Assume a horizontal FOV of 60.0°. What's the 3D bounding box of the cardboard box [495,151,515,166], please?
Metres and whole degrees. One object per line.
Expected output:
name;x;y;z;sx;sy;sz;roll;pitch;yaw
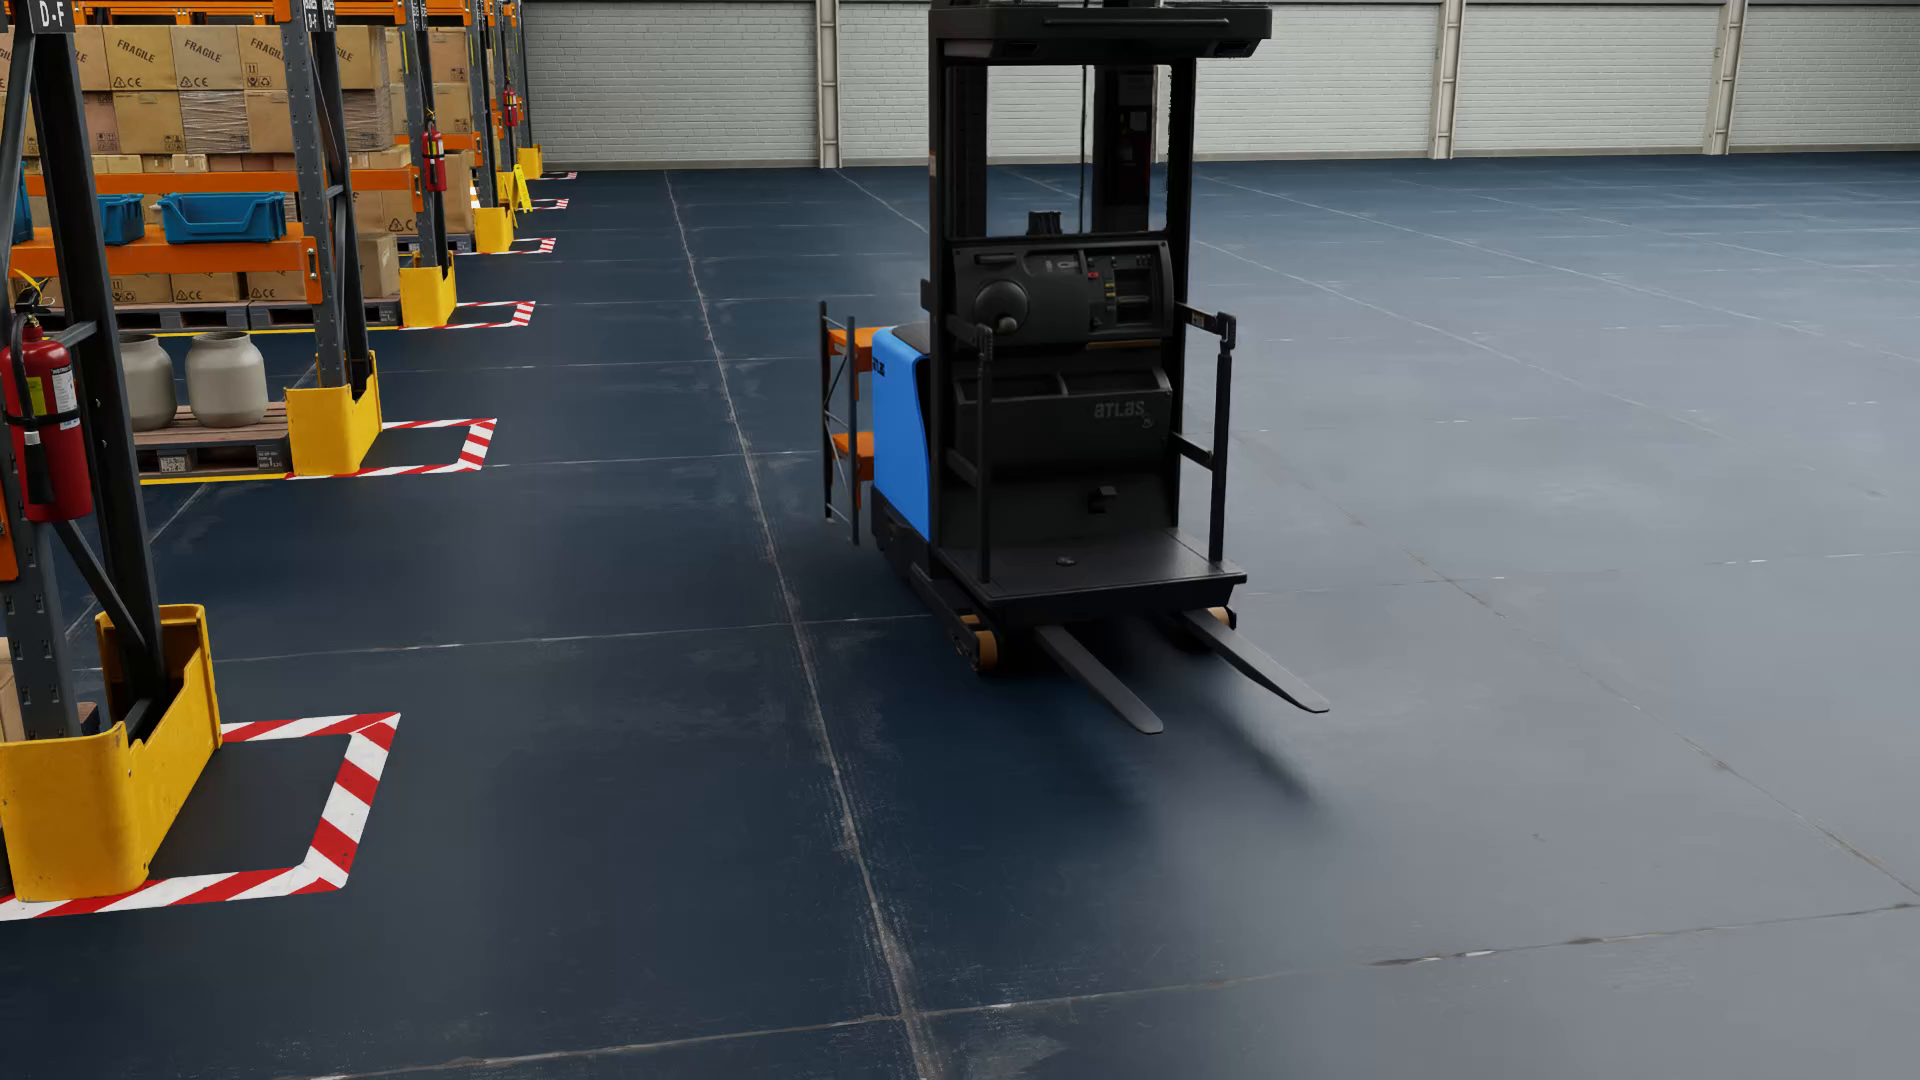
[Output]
cardboard box;-7.813;-6.469;28.153;0.500;0.250;0.500;-3;17;-10

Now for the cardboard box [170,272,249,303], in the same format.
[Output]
cardboard box;-6.401;-2.316;14.205;0.500;0.500;0.500;-2;17;-5

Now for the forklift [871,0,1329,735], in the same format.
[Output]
forklift;0.486;-1.011;6.531;1.130;2.935;3.031;-5;18;-16

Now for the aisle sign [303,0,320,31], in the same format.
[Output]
aisle sign;-3.520;-3.146;8.937;0.004;0.787;0.394;-3;17;-10

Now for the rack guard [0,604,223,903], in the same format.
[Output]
rack guard;-2.687;0.637;5.307;0.348;0.500;1.175;-3;17;-10

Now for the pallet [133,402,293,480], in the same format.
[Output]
pallet;-4.511;-0.590;9.794;1.213;0.211;1.003;-3;17;-10

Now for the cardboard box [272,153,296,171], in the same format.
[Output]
cardboard box;-5.557;-3.165;13.856;0.250;0.149;0.380;-3;17;-10

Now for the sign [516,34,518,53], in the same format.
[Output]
sign;-7.322;-8.210;27.476;0.005;0.325;0.100;-3;17;-10

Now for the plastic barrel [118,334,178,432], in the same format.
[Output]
plastic barrel;-4.771;-0.910;9.607;0.421;0.512;0.421;0;17;0

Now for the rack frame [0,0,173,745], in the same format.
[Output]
rack frame;-2.711;-0.557;4.935;0.127;3.000;1.000;-3;17;-10

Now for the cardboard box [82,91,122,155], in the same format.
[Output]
cardboard box;-7.091;-3.462;13.716;0.500;0.500;0.875;-3;17;-10

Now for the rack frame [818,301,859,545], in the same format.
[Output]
rack frame;-0.601;-0.585;8.221;0.032;1.125;0.500;-7;18;-20

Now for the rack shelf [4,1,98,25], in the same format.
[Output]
rack shelf;-11.319;-5.604;17.484;4.000;0.370;1.077;-3;17;-10

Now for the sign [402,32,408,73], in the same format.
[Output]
sign;-4.501;-3.956;13.493;0.005;0.325;0.100;-3;17;-10

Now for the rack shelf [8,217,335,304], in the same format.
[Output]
rack shelf;-5.610;-1.529;9.328;4.000;0.370;1.077;-3;17;-10

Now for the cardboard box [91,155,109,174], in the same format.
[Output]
cardboard box;-7.023;-3.072;13.552;0.250;0.149;0.380;-3;17;-10

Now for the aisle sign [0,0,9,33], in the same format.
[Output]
aisle sign;-2.591;-1.718;4.290;0.004;0.787;0.394;-3;17;-10

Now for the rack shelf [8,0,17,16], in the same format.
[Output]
rack shelf;-4.674;-1.535;4.238;4.000;0.370;1.077;-3;17;-10

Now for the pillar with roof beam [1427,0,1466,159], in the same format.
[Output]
pillar with roof beam;10.224;-10.550;27.255;0.400;9.000;9.100;-3;17;-10

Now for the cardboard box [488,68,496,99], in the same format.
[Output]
cardboard box;-7.845;-7.645;27.843;0.500;0.500;0.500;-4;17;-12

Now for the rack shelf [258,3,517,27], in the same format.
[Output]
rack shelf;-9.375;-8.679;27.495;4.000;0.370;1.077;-3;17;-10

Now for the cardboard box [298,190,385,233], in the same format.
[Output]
cardboard box;-6.945;-3.927;18.811;0.875;0.875;0.875;-4;17;-11

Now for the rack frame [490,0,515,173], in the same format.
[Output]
rack frame;-6.466;-6.269;23.535;0.127;3.000;1.000;-3;17;-10

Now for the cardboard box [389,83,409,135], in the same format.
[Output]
cardboard box;-6.320;-4.849;18.655;0.550;0.550;0.875;-3;17;-10

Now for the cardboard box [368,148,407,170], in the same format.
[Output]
cardboard box;-4.827;-3.217;14.025;0.250;0.149;0.380;-3;17;-10

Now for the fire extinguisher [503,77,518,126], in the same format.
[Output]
fire extinguisher;-6.267;-6.106;23.134;0.183;0.674;0.296;-3;17;-10

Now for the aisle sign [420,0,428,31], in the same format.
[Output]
aisle sign;-4.582;-4.745;14.145;0.004;0.787;0.394;-3;17;-10

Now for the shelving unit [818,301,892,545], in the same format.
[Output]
shelving unit;-0.128;-0.640;8.399;1.048;1.125;0.538;-7;18;-20

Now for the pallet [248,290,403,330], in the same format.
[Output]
pallet;-5.465;-2.040;14.515;1.213;0.211;1.003;-3;17;-10

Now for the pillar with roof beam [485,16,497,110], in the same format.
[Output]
pillar with roof beam;-7.450;-9.548;23.991;0.400;9.000;9.100;-3;17;-10

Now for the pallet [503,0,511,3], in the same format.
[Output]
pallet;-8.111;-9.060;27.662;1.213;0.211;1.003;-3;17;-10

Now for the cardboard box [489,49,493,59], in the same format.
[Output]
cardboard box;-7.723;-8.119;27.777;0.250;0.149;0.380;-3;17;-10

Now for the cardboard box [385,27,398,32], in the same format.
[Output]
cardboard box;-7.906;-6.762;22.758;0.500;0.500;0.700;-3;17;-11

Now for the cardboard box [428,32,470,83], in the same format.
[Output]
cardboard box;-5.800;-5.426;18.696;0.550;0.550;0.875;-3;17;-10

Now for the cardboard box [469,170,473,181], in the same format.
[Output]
cardboard box;-7.311;-5.190;23.990;0.500;0.250;0.500;-3;17;-11

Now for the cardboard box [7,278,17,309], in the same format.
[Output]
cardboard box;-8.113;-2.206;13.849;0.500;0.500;0.500;-4;17;-12

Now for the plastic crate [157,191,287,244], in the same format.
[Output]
plastic crate;-4.081;-1.799;9.235;0.616;0.251;0.499;-3;17;-10

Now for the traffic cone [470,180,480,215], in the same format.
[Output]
traffic cone;-6.644;-4.661;22.619;0.334;0.463;0.336;-3;17;-10

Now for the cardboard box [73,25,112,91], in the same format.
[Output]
cardboard box;-7.042;-3.865;13.328;0.500;0.500;0.500;-3;17;-10

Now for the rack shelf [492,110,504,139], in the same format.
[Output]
rack shelf;-8.430;-5.814;23.278;4.000;0.370;1.077;-3;17;-10

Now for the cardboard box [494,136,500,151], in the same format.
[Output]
cardboard box;-7.830;-6.708;28.080;0.500;0.250;0.500;-3;17;-11

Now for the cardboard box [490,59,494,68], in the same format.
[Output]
cardboard box;-7.699;-7.958;27.757;0.250;0.149;0.380;-3;17;-10

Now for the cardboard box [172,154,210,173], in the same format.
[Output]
cardboard box;-6.280;-3.103;13.654;0.250;0.149;0.380;-3;17;-10

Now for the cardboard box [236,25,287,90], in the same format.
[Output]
cardboard box;-5.569;-3.949;13.601;0.500;0.500;0.500;-3;17;-10

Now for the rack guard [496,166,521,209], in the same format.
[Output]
rack guard;-6.541;-5.070;23.888;0.348;0.500;1.175;-3;17;-10

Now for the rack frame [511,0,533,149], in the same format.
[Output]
rack frame;-7.412;-7.700;28.193;0.127;3.000;1.000;-3;17;-10

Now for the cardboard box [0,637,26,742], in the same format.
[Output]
cardboard box;-3.279;0.523;5.389;0.500;0.250;0.500;-3;17;-10

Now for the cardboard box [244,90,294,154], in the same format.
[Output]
cardboard box;-5.600;-3.517;13.898;0.500;0.500;0.875;-3;17;-10
